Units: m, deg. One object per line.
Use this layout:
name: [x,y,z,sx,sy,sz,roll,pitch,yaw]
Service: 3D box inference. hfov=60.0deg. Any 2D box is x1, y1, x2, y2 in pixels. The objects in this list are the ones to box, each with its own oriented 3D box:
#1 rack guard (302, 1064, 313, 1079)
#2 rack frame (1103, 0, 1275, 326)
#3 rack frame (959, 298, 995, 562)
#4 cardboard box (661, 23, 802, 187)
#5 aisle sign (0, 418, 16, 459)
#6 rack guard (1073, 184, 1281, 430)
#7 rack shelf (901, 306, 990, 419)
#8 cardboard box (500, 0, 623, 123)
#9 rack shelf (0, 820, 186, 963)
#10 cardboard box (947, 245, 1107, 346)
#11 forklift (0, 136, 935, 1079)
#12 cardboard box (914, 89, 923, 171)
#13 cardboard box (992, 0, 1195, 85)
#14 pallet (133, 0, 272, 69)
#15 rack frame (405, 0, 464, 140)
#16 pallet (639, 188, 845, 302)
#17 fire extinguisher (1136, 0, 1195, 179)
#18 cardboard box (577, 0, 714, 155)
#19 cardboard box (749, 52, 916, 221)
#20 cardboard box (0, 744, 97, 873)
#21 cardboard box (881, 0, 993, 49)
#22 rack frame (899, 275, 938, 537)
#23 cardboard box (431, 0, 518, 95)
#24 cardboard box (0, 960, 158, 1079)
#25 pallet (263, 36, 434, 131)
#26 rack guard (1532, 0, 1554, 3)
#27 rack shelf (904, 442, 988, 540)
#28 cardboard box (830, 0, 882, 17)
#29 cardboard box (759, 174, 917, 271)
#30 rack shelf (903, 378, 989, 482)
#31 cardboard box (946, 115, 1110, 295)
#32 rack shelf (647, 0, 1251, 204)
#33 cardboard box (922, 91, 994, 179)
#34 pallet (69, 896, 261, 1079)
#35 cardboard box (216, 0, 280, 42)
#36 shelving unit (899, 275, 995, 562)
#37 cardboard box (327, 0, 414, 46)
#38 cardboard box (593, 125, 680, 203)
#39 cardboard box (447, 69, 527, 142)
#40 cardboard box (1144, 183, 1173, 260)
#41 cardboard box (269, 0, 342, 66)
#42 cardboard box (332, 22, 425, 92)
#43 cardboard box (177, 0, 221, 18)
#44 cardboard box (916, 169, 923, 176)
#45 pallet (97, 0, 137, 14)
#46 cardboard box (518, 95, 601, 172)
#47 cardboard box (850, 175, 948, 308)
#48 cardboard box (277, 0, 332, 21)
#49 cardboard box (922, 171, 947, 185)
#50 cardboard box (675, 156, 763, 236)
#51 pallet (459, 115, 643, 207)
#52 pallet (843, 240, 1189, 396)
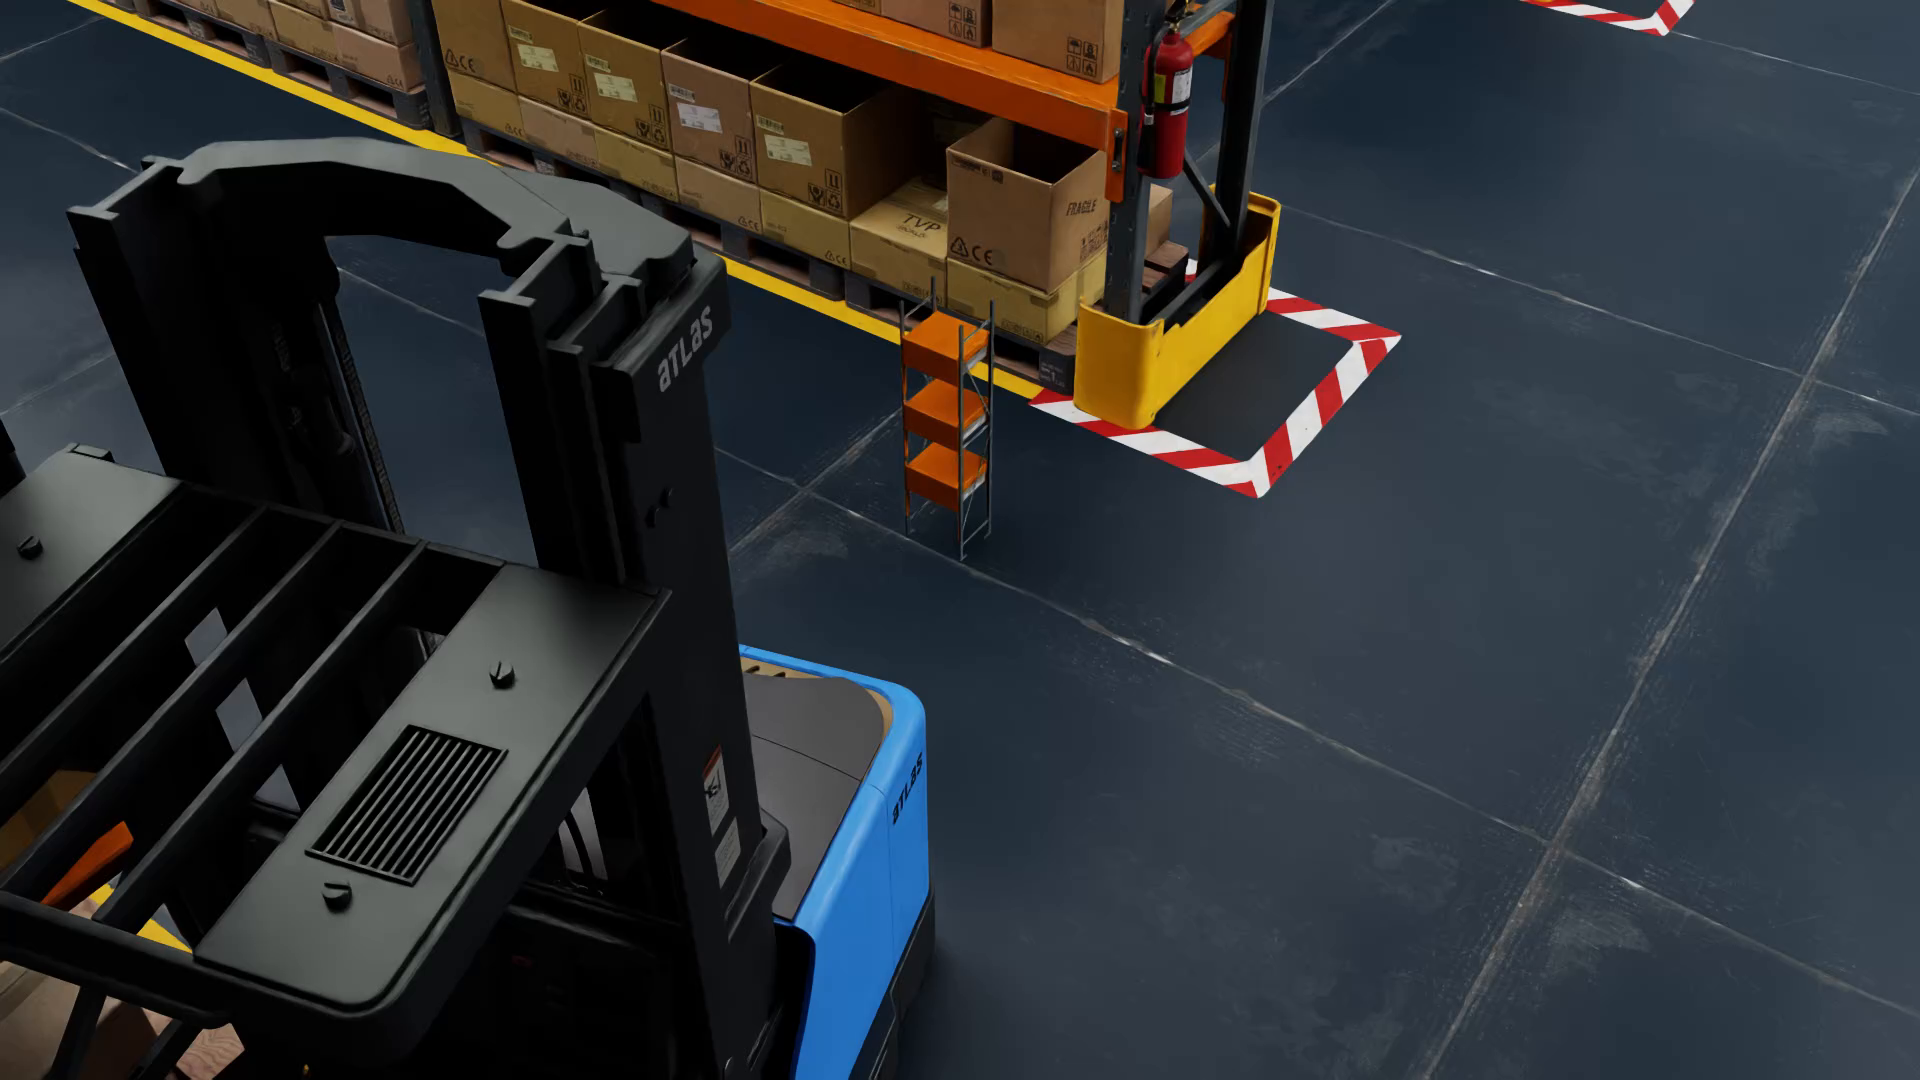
rack guard: [-2.004,1.669,4.010,0.348,0.500,1.175,25,48,25]
rack frame: [0.899,-1.940,6.168,0.127,3.000,1.000,25,48,25]
rack frame: [0.056,-0.365,5.871,0.008,1.050,0.200,25,48,25]
cardboard box: [-0.947,-1.961,7.377,0.500,0.500,0.500,25,48,25]
aisle sign: [-1.711,-0.339,2.430,0.004,0.787,0.394,25,48,25]
rack guard: [0.919,-0.999,6.991,0.348,0.500,1.175,25,48,25]
rack shelf: [-0.044,-0.615,5.741,0.240,0.259,0.215,25,48,25]
cardboard box: [-1.762,-2.347,7.808,0.500,0.500,0.500,25,48,25]
rack shelf: [-3.580,0.269,4.240,4.000,0.370,1.077,25,48,25]
cardboard box: [0.290,-1.115,6.994,0.500,0.250,0.500,25,48,25]
forklift: [-1.031,0.914,3.031,1.130,2.935,3.031,13,43,14]
cardboard box: [-0.239,-2.052,7.479,0.500,0.500,0.500,25,48,25]
cardboard box: [0.524,-2.163,6.342,0.500,0.500,0.700,25,48,25]
pallet: [-4.004,-3.159,9.623,1.213,0.211,1.003,25,48,25]
rack frame: [-2.376,-3.471,7.880,0.127,3.000,1.000,25,48,25]
pallet: [-0.746,-1.638,7.922,1.213,0.211,1.003,25,48,25]
fire extinguisher: [0.729,-1.612,5.860,0.183,0.674,0.296,25,48,25]
cardboard box: [-1.357,-2.151,7.589,0.500,0.500,0.500,25,48,25]
cardboard box: [-0.538,-1.769,7.162,0.500,0.500,0.500,25,48,25]
cardboard box: [-2.159,0.455,3.590,0.500,0.250,0.500,24,47,24]
cardboard box: [0.092,-2.361,6.564,0.500,0.500,0.700,26,48,26]
rack frame: [-0.144,-0.458,5.975,0.008,1.050,0.200,25,48,25]
cardboard box: [-2.176,-2.534,8.017,0.500,0.500,0.500,25,48,25]
cardboard box: [-2.457,1.290,4.245,0.500,0.311,0.500,20,46,21]
pallet: [-3.001,-2.693,9.101,1.213,0.211,1.003,25,48,25]
rack guard: [3.657,-3.714,10.026,0.348,0.500,1.175,25,48,25]
rack shelf: [-0.044,-0.197,6.115,0.240,0.259,0.215,25,48,25]
cardboard box: [-0.312,-2.554,6.780,0.500,0.500,0.700,25,48,26]
cardboard box: [-0.536,-1.491,7.414,0.500,0.250,0.500,25,48,25]
rack shelf: [-0.044,-0.404,5.930,0.240,0.259,0.215,25,48,25]
cardboard box: [0.289,-1.394,6.743,0.500,0.500,0.500,25,48,25]
rack shelf: [-0.738,-2.437,7.264,4.000,0.370,1.077,25,48,25]
cardboard box: [0.177,-1.868,7.273,0.500,0.500,0.500,25,48,25]
pallet: [-2.649,1.446,4.476,1.213,0.211,1.003,25,48,25]
cardboard box: [-3.714,-2.994,9.093,0.500,0.250,0.500,26,48,26]
shelving unit: [-0.044,-0.412,5.923,0.252,1.050,0.215,25,48,25]
cardboard box: [-2.872,-2.810,8.468,0.500,0.311,0.500,25,48,25]
cardboard box: [-1.357,-1.871,7.839,0.500,0.250,0.500,25,48,25]
cardboard box: [-2.170,-2.260,8.273,0.500,0.250,0.500,25,48,25]
cardboard box: [0.588,-1.398,7.310,0.500,0.250,0.500,25,48,25]
cardboard box: [-3.295,-2.798,8.875,0.500,0.250,0.500,24,47,25]
cardboard box: [-2.882,-2.603,8.657,0.500,0.250,0.500,25,47,25]
cardboard box: [-4.130,-3.189,9.312,0.500,0.250,0.500,26,48,26]
cardboard box: [-0.233,-1.779,7.736,0.500,0.250,0.500,25,48,25]
pallet: [-4.999,-3.627,10.145,1.213,0.211,1.003,25,48,25]
cardboard box: [-1.764,-2.066,8.056,0.500,0.250,0.500,25,48,25]
cardboard box: [-0.126,-1.300,7.201,0.500,0.250,0.500,25,48,25]
cardboard box: [-3.302,-3.006,8.687,0.500,0.311,0.500,26,48,26]
cardboard box: [0.176,-1.588,7.522,0.500,0.250,0.500,25,48,25]
cardboard box: [-0.945,-1.683,7.629,0.500,0.250,0.500,25,48,25]
pallet: [-1.749,-2.105,8.444,1.213,0.211,1.003,25,48,25]
pallet: [0.249,-1.170,7.400,1.213,0.211,1.003,25,48,25]
